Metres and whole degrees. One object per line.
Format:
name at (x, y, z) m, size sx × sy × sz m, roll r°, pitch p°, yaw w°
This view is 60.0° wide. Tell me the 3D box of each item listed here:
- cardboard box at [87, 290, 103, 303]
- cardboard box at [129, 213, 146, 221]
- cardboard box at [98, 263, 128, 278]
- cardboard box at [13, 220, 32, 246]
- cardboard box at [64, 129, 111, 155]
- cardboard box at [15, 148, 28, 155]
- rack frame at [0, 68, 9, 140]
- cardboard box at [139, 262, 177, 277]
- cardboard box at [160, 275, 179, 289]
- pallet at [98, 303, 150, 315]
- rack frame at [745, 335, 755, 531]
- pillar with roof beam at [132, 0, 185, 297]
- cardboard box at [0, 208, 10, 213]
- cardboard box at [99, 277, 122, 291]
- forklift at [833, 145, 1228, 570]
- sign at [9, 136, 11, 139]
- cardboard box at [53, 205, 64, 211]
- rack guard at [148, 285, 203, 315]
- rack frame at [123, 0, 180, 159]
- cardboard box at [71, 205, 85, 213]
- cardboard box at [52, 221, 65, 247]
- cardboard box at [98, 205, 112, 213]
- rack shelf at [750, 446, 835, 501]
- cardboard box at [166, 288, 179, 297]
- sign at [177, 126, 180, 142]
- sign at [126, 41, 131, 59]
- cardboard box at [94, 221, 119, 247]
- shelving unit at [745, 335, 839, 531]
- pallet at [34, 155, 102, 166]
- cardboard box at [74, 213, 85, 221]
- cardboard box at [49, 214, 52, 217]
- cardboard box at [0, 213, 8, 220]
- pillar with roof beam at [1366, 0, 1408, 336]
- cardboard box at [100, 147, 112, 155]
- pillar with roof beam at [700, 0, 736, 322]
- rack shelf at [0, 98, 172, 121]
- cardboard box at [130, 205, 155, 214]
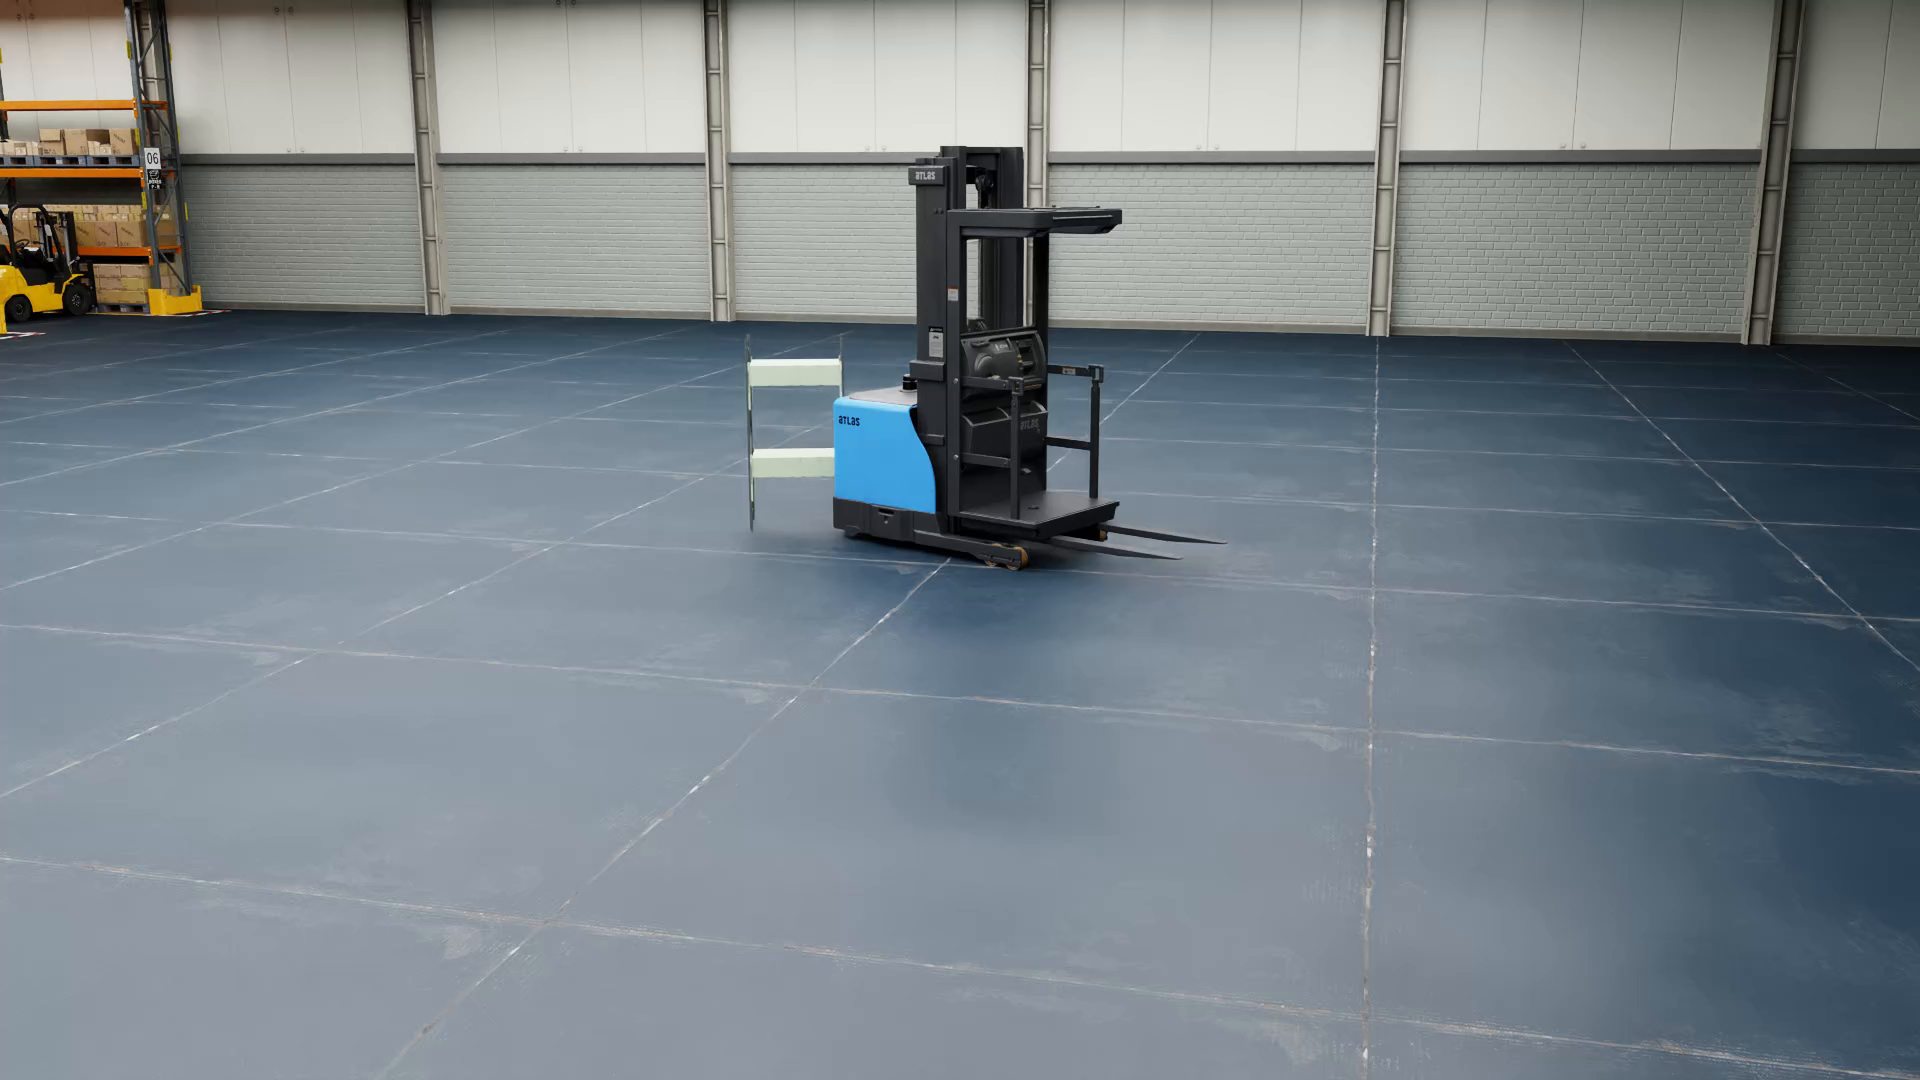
cardboard box at (-17.154, -4.882, 33.192) m, size 0.500 × 0.250 × 0.500 m, roll 3°, pitch 13°, yaw 14°
cardboard box at (-16.062, -6.330, 32.613) m, size 0.250 × 0.149 × 0.380 m, roll 3°, pitch 13°, yaw 14°
cardboard box at (-16.677, -5.340, 32.949) m, size 0.500 × 0.250 × 0.500 m, roll 3°, pitch 13°, yaw 15°
cardboard box at (-18.664, -6.161, 33.346) m, size 0.500 × 0.500 × 0.500 m, roll 3°, pitch 13°, yaw 15°
cardboard box at (-17.117, -7.819, 32.694) m, size 0.500 × 0.500 × 0.700 m, roll 3°, pitch 13°, yaw 14°
cardboard box at (-18.432, -7.682, 32.888) m, size 0.250 × 0.149 × 0.380 m, roll 3°, pitch 13°, yaw 15°
rack frame at (-19.541, -9.142, 33.164) m, size 0.127 × 3.000 × 1.000 m, roll 3°, pitch 13°, yaw 14°
cardboard box at (-16.079, -5.421, 33.314) m, size 0.500 × 0.250 × 0.500 m, roll 3°, pitch 13°, yaw 13°
cardboard box at (-16.065, -5.181, 33.384) m, size 0.500 × 0.250 × 0.500 m, roll 3°, pitch 13°, yaw 15°
pallet at (-16.410, -4.676, 33.320) m, size 1.213 × 0.211 × 1.003 m, roll 3°, pitch 13°, yaw 14°
rack frame at (-1.653, -0.845, 13.079) m, size 0.023 × 1.500 × 0.400 m, roll -1°, pitch 13°, yaw -5°
pillar with roof beam at (-17.149, -8.255, 29.166) m, size 0.548 × 9.000 × 9.100 m, roll 3°, pitch 13°, yaw 14°
cardboard box at (-19.023, -6.654, 33.386) m, size 0.250 × 0.149 × 0.380 m, roll 3°, pitch 13°, yaw 14°
cardboard box at (-16.690, -5.100, 33.022) m, size 0.500 × 0.250 × 0.500 m, roll 3°, pitch 13°, yaw 13°
forklift at (0.488, -1.347, 12.037) m, size 3.031 × 2.935 × 1.130 m, roll 10°, pitch 16°, yaw 37°
sign at (-26.503, -8.071, 29.939) m, size 11.899 × 2.034 × 11.111 m, roll 3°, pitch 13°, yaw 14°
cardboard box at (-17.787, -6.586, 33.078) m, size 0.250 × 0.149 × 0.380 m, roll 3°, pitch 13°, yaw 14°
rack guard at (-15.635, -4.784, 33.144) m, size 0.348 × 0.500 × 1.175 m, roll 3°, pitch 13°, yaw 14°
rack frame at (-15.658, -8.935, 32.229) m, size 0.127 × 3.000 × 1.000 m, roll 3°, pitch 13°, yaw 14°
cardboard box at (-17.319, -6.536, 32.853) m, size 0.250 × 0.149 × 0.380 m, roll 3°, pitch 13°, yaw 15°
cardboard box at (-17.688, -6.104, 33.091) m, size 0.500 × 0.500 × 0.500 m, roll 3°, pitch 13°, yaw 14°
cardboard box at (-16.788, -6.534, 32.842) m, size 0.250 × 0.149 × 0.380 m, roll 3°, pitch 13°, yaw 14°
rack shelf at (-1.288, -0.533, 13.180) m, size 0.720 × 0.370 × 0.431 m, roll -1°, pitch 13°, yaw -5°
cardboard box at (-16.577, -5.768, 33.406) m, size 1.525 × 1.888 × 0.565 m, roll 3°, pitch 13°, yaw 14°
sign at (-15.519, -8.052, 32.975) m, size 0.005 × 0.325 × 0.100 m, roll 3°, pitch 13°, yaw 14°
sign at (-15.802, -9.316, 31.608) m, size 0.005 × 0.325 × 0.100 m, roll 3°, pitch 13°, yaw 14°
cardboard box at (-16.700, -6.054, 32.864) m, size 0.500 × 0.500 × 0.500 m, roll 3°, pitch 13°, yaw 15°
shelving unit at (-1.292, -0.851, 13.109) m, size 0.748 × 1.500 × 0.431 m, roll -1°, pitch 13°, yaw -5°
pallet at (-17.526, -7.532, 33.037) m, size 1.213 × 0.211 × 1.003 m, roll 3°, pitch 13°, yaw 14°
cardboard box at (-17.313, -6.392, 32.890) m, size 0.255 × 0.149 × 0.383 m, roll 3°, pitch 13°, yaw 15°
cardboard box at (-18.059, -6.435, 33.083) m, size 0.250 × 0.149 × 0.380 m, roll 3°, pitch 13°, yaw 12°
cardboard box at (-19.043, -6.494, 33.350) m, size 0.250 × 0.149 × 0.380 m, roll 3°, pitch 13°, yaw 15°
pillar with roof beam at (6.151, -7.010, 23.552) m, size 0.400 × 9.000 × 9.100 m, roll 3°, pitch 13°, yaw 14°
cardboard box at (-16.535, -7.581, 32.431) m, size 0.250 × 0.149 × 0.380 m, roll 3°, pitch 13°, yaw 12°
pillar with roof beam at (-5.499, -7.632, 26.359) m, size 0.400 × 9.000 × 9.100 m, roll 3°, pitch 13°, yaw 14°
rack shelf at (-17.600, -8.492, 32.818) m, size 4.000 × 0.370 × 1.077 m, roll 3°, pitch 13°, yaw 14°
cardboard box at (-16.056, -6.491, 32.649) m, size 0.250 × 0.149 × 0.380 m, roll 3°, pitch 13°, yaw 14°
